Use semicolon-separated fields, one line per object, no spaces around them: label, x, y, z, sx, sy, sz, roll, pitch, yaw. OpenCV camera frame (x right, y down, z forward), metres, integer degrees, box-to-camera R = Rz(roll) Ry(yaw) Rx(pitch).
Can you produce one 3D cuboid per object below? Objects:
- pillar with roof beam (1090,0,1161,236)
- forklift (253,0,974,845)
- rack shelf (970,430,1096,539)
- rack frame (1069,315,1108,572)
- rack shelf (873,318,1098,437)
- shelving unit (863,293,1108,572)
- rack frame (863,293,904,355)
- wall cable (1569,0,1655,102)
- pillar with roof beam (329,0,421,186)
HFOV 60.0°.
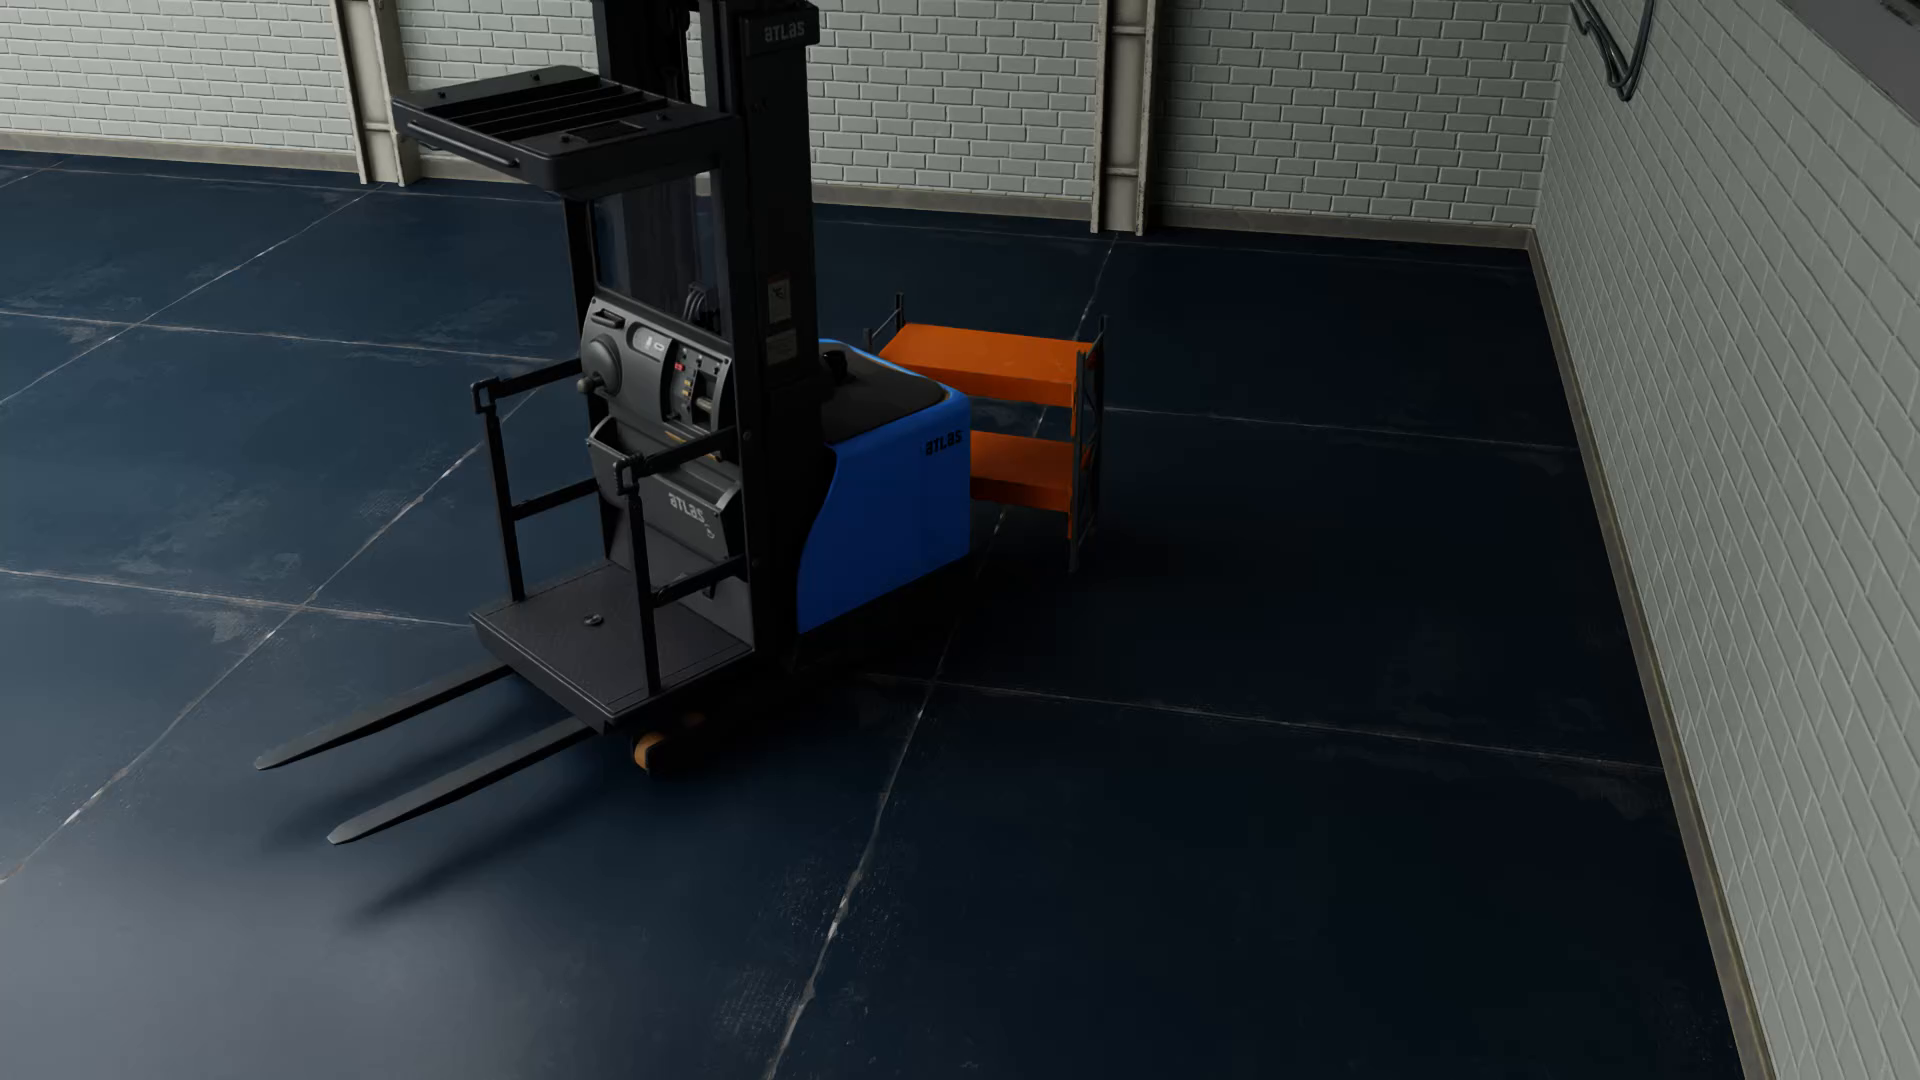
pillar with roof beam;0.305;-4.283;6.703;0.400;9.000;9.100;6;29;11
forklift;-1.345;-0.643;6.372;3.031;2.935;1.130;-25;37;-38
rack shelf;0.124;-0.312;8.157;1.000;0.278;0.538;8;30;15
rack frame;0.610;-0.455;7.909;0.032;1.125;0.500;8;30;15
rack shelf;0.124;-0.783;7.899;1.000;0.278;0.538;8;30;15
shelving unit;0.124;-0.526;8.040;1.048;1.125;0.538;8;30;15
rack frame;-0.362;-0.597;8.170;0.032;1.125;0.500;8;30;15
wall cable;3.809;-4.027;9.468;0.112;2.526;3.097;6;29;11
pillar with roof beam;-5.563;-4.885;7.802;0.400;9.000;9.100;6;29;11
